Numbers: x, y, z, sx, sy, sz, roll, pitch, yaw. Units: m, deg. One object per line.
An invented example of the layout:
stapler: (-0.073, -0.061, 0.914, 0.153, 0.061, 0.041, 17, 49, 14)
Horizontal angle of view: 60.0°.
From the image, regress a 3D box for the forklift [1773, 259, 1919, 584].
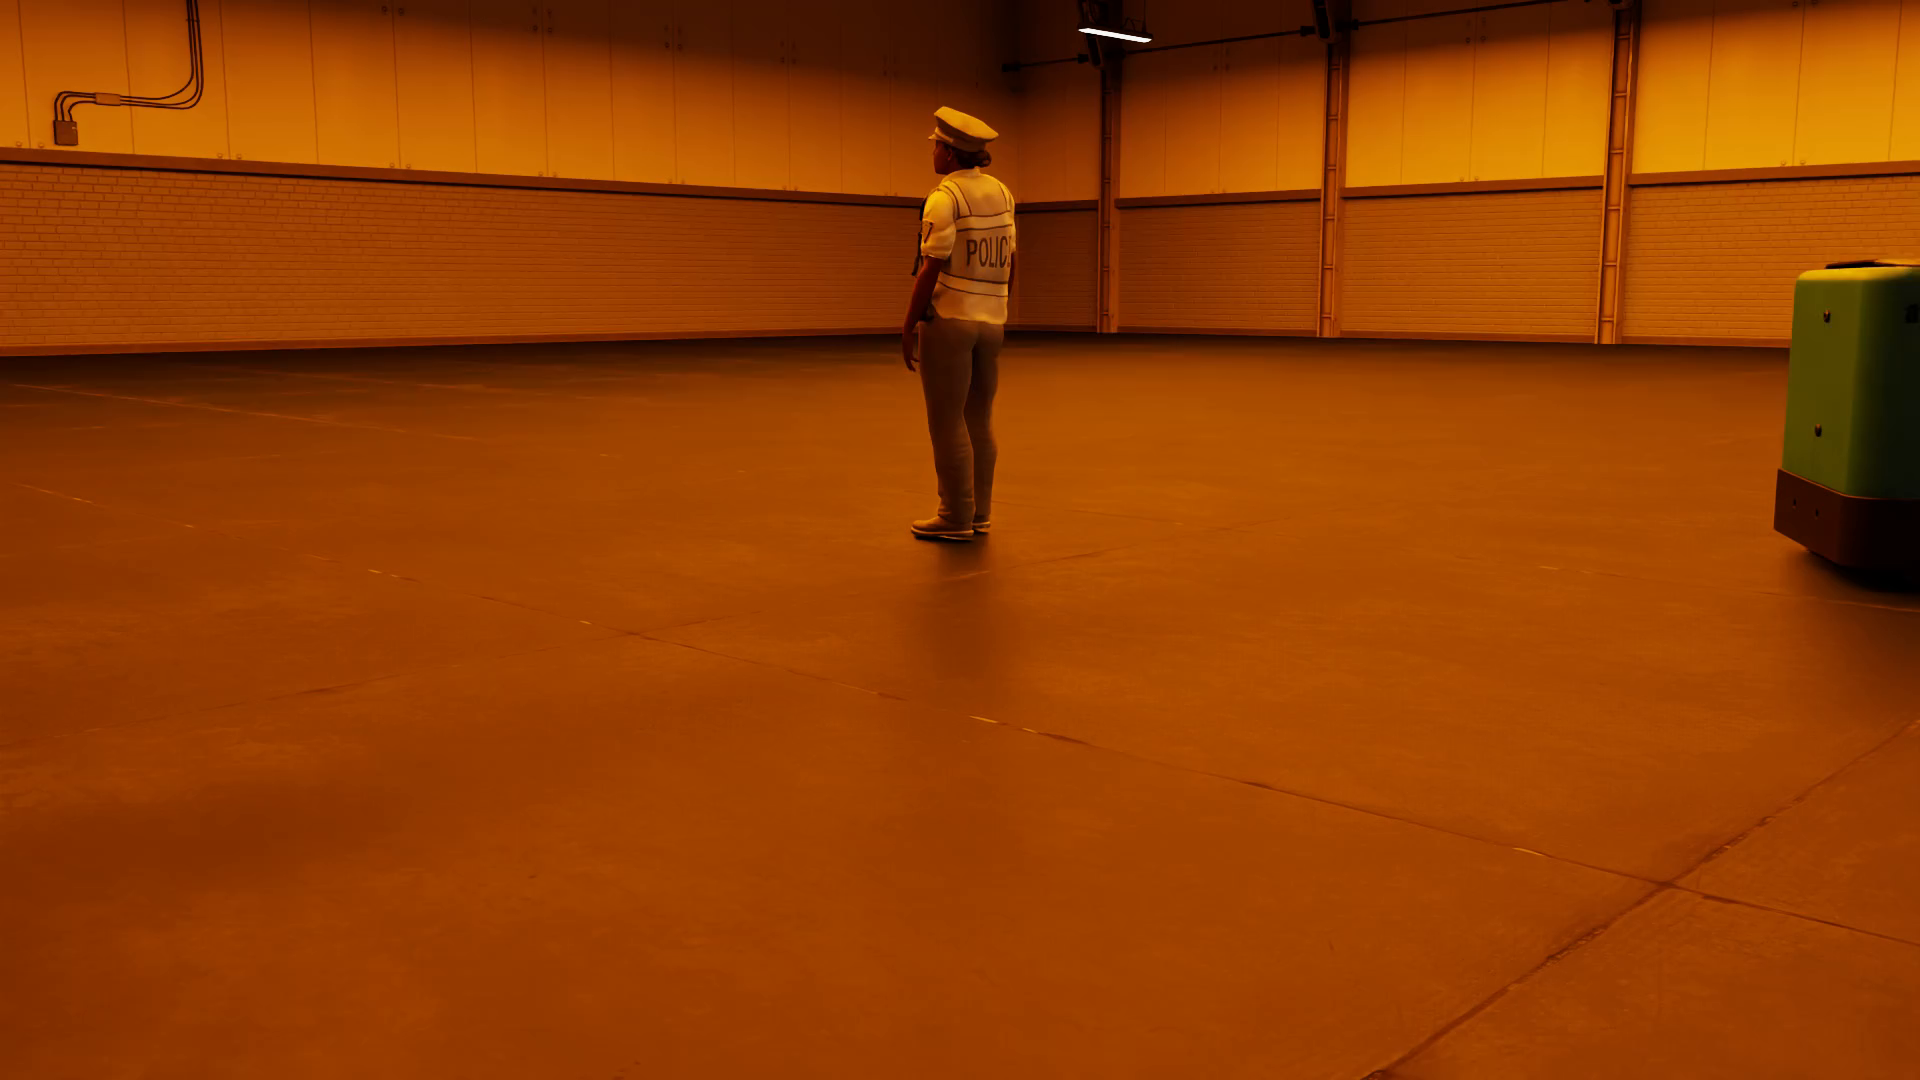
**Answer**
forklift: (4.567, -1.308, 5.558, 3.031, 2.935, 1.130, 2, 9, 13)

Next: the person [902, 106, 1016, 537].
person: (-0.040, -0.855, 6.656, 0.530, 1.695, 0.569, 8, 12, 43)
